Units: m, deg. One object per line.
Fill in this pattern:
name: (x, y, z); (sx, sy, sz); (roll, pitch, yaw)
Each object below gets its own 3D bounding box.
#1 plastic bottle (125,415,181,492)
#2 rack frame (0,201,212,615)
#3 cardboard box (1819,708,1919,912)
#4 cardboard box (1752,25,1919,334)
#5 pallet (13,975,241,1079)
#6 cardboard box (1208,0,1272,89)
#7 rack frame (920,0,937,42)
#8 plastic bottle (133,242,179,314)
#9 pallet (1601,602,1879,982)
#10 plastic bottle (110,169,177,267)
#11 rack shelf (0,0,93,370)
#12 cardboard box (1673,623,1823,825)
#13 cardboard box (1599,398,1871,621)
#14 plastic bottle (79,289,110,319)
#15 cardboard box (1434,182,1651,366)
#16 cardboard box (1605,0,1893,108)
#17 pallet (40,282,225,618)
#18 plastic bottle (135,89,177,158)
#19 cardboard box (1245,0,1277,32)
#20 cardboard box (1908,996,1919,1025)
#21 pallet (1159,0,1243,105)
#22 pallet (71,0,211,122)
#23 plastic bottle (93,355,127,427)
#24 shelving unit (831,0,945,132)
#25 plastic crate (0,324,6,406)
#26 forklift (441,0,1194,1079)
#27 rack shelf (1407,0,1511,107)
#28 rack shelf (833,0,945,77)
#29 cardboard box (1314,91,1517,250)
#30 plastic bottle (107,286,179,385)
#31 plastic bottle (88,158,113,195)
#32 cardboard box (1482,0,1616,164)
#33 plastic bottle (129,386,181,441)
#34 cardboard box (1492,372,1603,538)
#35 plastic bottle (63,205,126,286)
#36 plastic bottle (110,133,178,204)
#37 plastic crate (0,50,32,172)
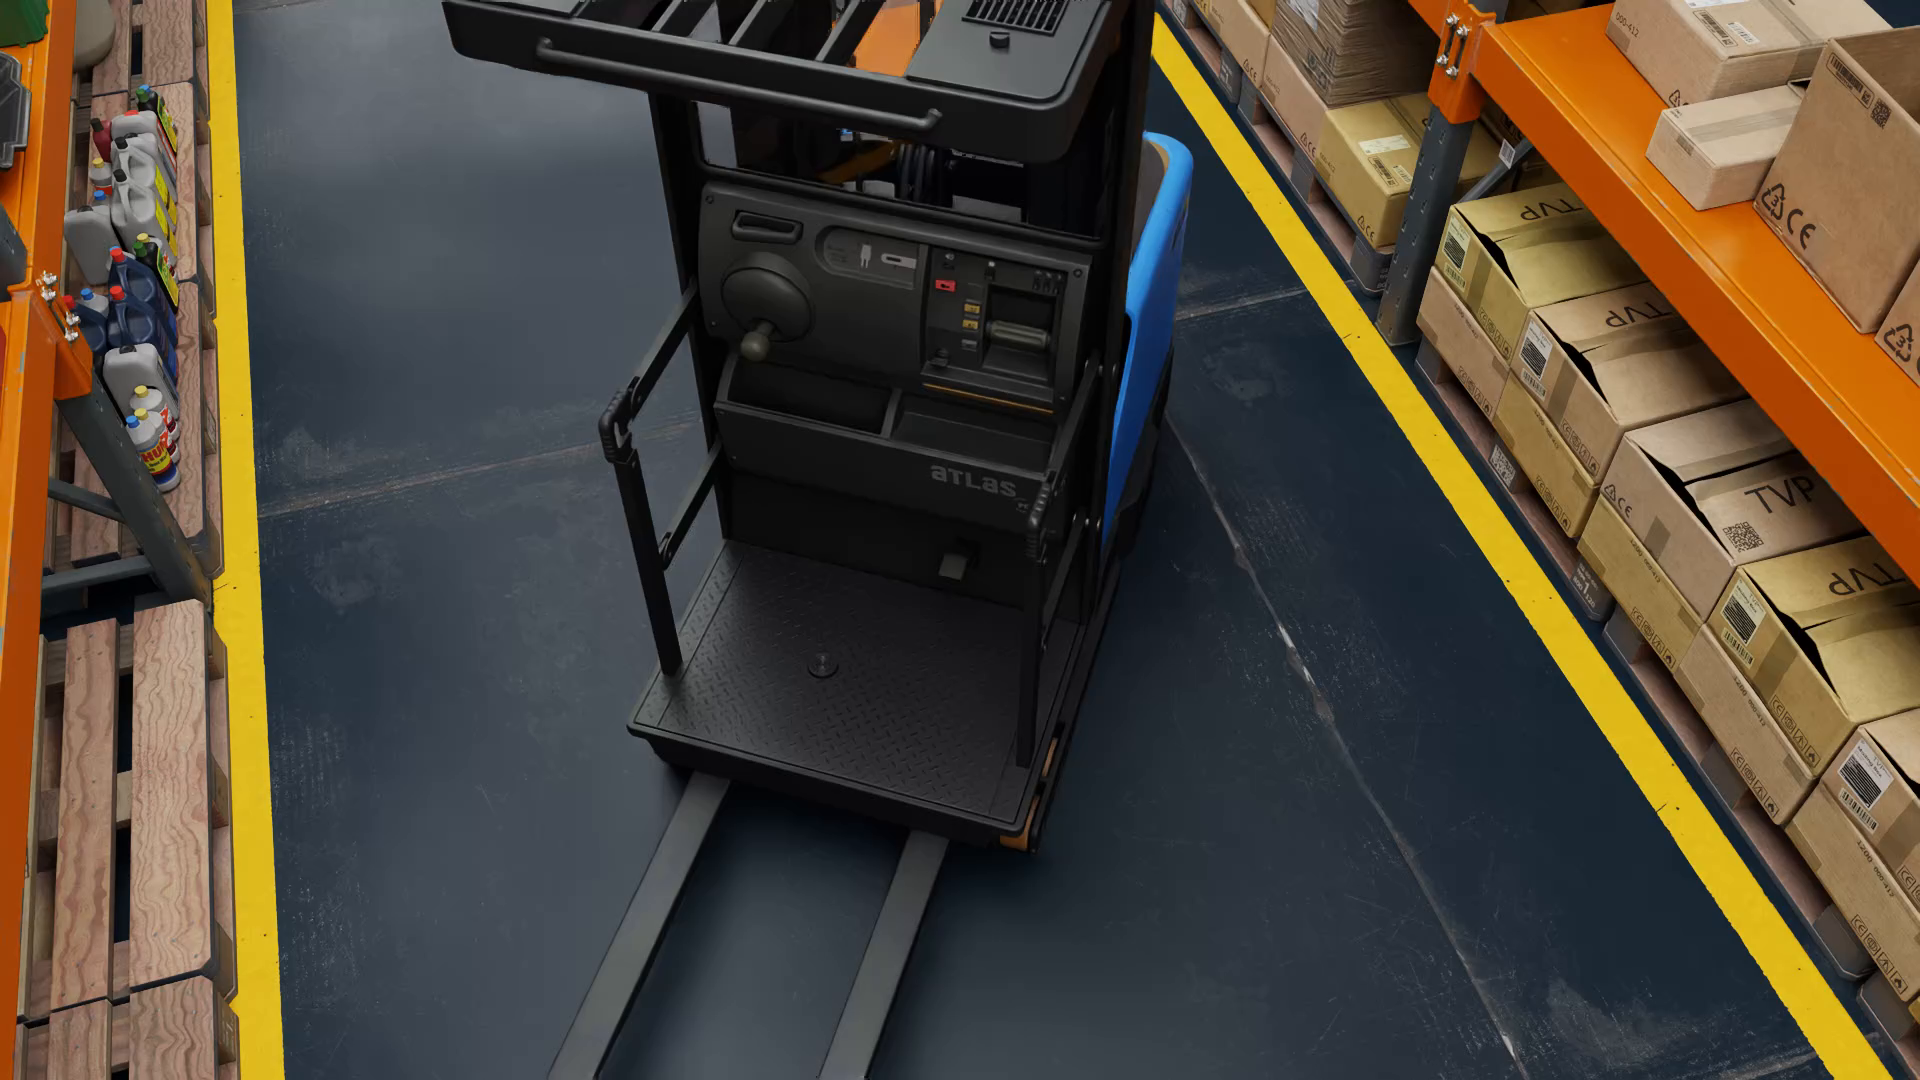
plastic bottle: (-2.447, -0.270, 5.012); (0.097, 0.271, 0.097); (0, 50, 0)
rack frame: (-2.771, -0.675, 3.857); (1.000, 3.000, 0.127); (-13, 51, -11)
cardboard box: (2.448, 0.625, 3.918); (0.500, 0.311, 0.500); (-14, 51, -11)
cardboard box: (2.329, -0.875, 3.961); (0.500, 0.500, 0.500); (-10, 51, -8)
pallet: (-2.138, 1.681, 3.695); (1.003, 0.211, 1.213); (-13, 51, -11)
cardboard box: (1.315, -2.060, 6.549); (0.500, 0.250, 0.500); (-13, 51, -11)
rack frame: (0.120, -1.293, 5.359); (0.500, 1.500, 0.032); (-17, 52, -14)
plastic bottle: (-2.678, -0.893, 5.530); (0.061, 0.283, 0.133); (-11, 51, -9)
pallet: (2.581, 0.528, 4.667); (1.003, 0.211, 1.213); (-13, 51, -11)
plastic bottle: (-2.795, -1.095, 5.656); (0.144, 0.351, 0.185); (-14, 51, -11)
rack shelf: (-3.363, -1.904, 5.364); (1.077, 0.370, 4.000); (-13, 51, -11)
cardboard box: (2.299, 0.432, 4.448); (0.500, 0.250, 0.500); (-12, 51, -10)
cardboard box: (2.143, -0.120, 4.546); (0.500, 0.311, 0.500); (-15, 51, -12)
plastic bottle: (-2.772, -0.700, 5.375); (0.097, 0.271, 0.097); (0, 50, 0)
cardboard box: (1.846, -0.864, 5.174); (0.500, 0.311, 0.500); (-13, 51, -11)
cardboard box: (2.149, -1.395, 4.562); (0.500, 0.250, 0.500); (-10, 51, -9)
pallet: (-2.930, -0.276, 5.345); (1.003, 0.211, 1.213); (-13, 51, -11)
plastic bottle: (-2.940, -1.540, 6.075); (0.061, 0.283, 0.133); (-12, 51, -10)
cardboard box: (1.327, -2.305, 6.264); (0.500, 0.500, 0.500); (-13, 51, -11)
cardboard box: (2.600, 1.175, 3.821); (0.500, 0.250, 0.500); (-14, 51, -11)
pallet: (1.402, -2.377, 7.116); (1.003, 0.211, 1.213); (-13, 51, -11)
pallet: (-3.652, -2.059, 6.847); (1.003, 0.211, 1.213); (-13, 51, -11)
plastic bottle: (-2.670, -0.479, 5.181); (0.061, 0.283, 0.133); (-13, 51, -11)
shelving unit: (-0.063, -1.648, 5.658); (0.587, 1.500, 1.083); (-17, 52, -14)
plastic crate: (-2.336, -0.411, 3.593); (0.402, 0.464, 0.583); (-13, 51, -11)
forklift: (-0.227, -0.451, 3.713); (1.130, 2.935, 3.031); (13, 51, 11)
rack shelf: (1.370, -3.021, 6.306); (1.077, 0.370, 4.000); (-13, 51, -11)
rack shelf: (-0.066, -1.539, 5.801); (0.538, 0.185, 1.000); (-17, 52, -14)
cardboard box: (1.616, -1.331, 5.934); (0.500, 0.250, 0.500); (-13, 51, -11)
plastic bottle: (-2.614, -0.647, 5.278); (0.144, 0.351, 0.185); (-12, 51, -10)
plastic bottle: (-3.017, -1.261, 5.894); (0.097, 0.201, 0.097); (0, 50, 0)
cardboard box: (2.124, -1.693, 5.748); (0.500, 0.500, 0.500); (-13, 51, -11)
plastic bottle: (-2.507, -0.396, 5.164); (0.097, 0.201, 0.097); (0, 50, 0)
cardboard box: (1.994, -0.317, 5.079); (0.500, 0.250, 0.500); (-12, 51, -10)
plastic bottle: (-2.929, -1.019, 5.641); (0.152, 0.276, 0.135); (-13, 51, -11)
plastic bottle: (-2.903, -1.327, 5.900); (0.152, 0.276, 0.135); (-15, 51, -12)
plastic crate: (-2.805, -1.066, 4.228); (0.767, 0.338, 0.504); (-13, 51, -11)
